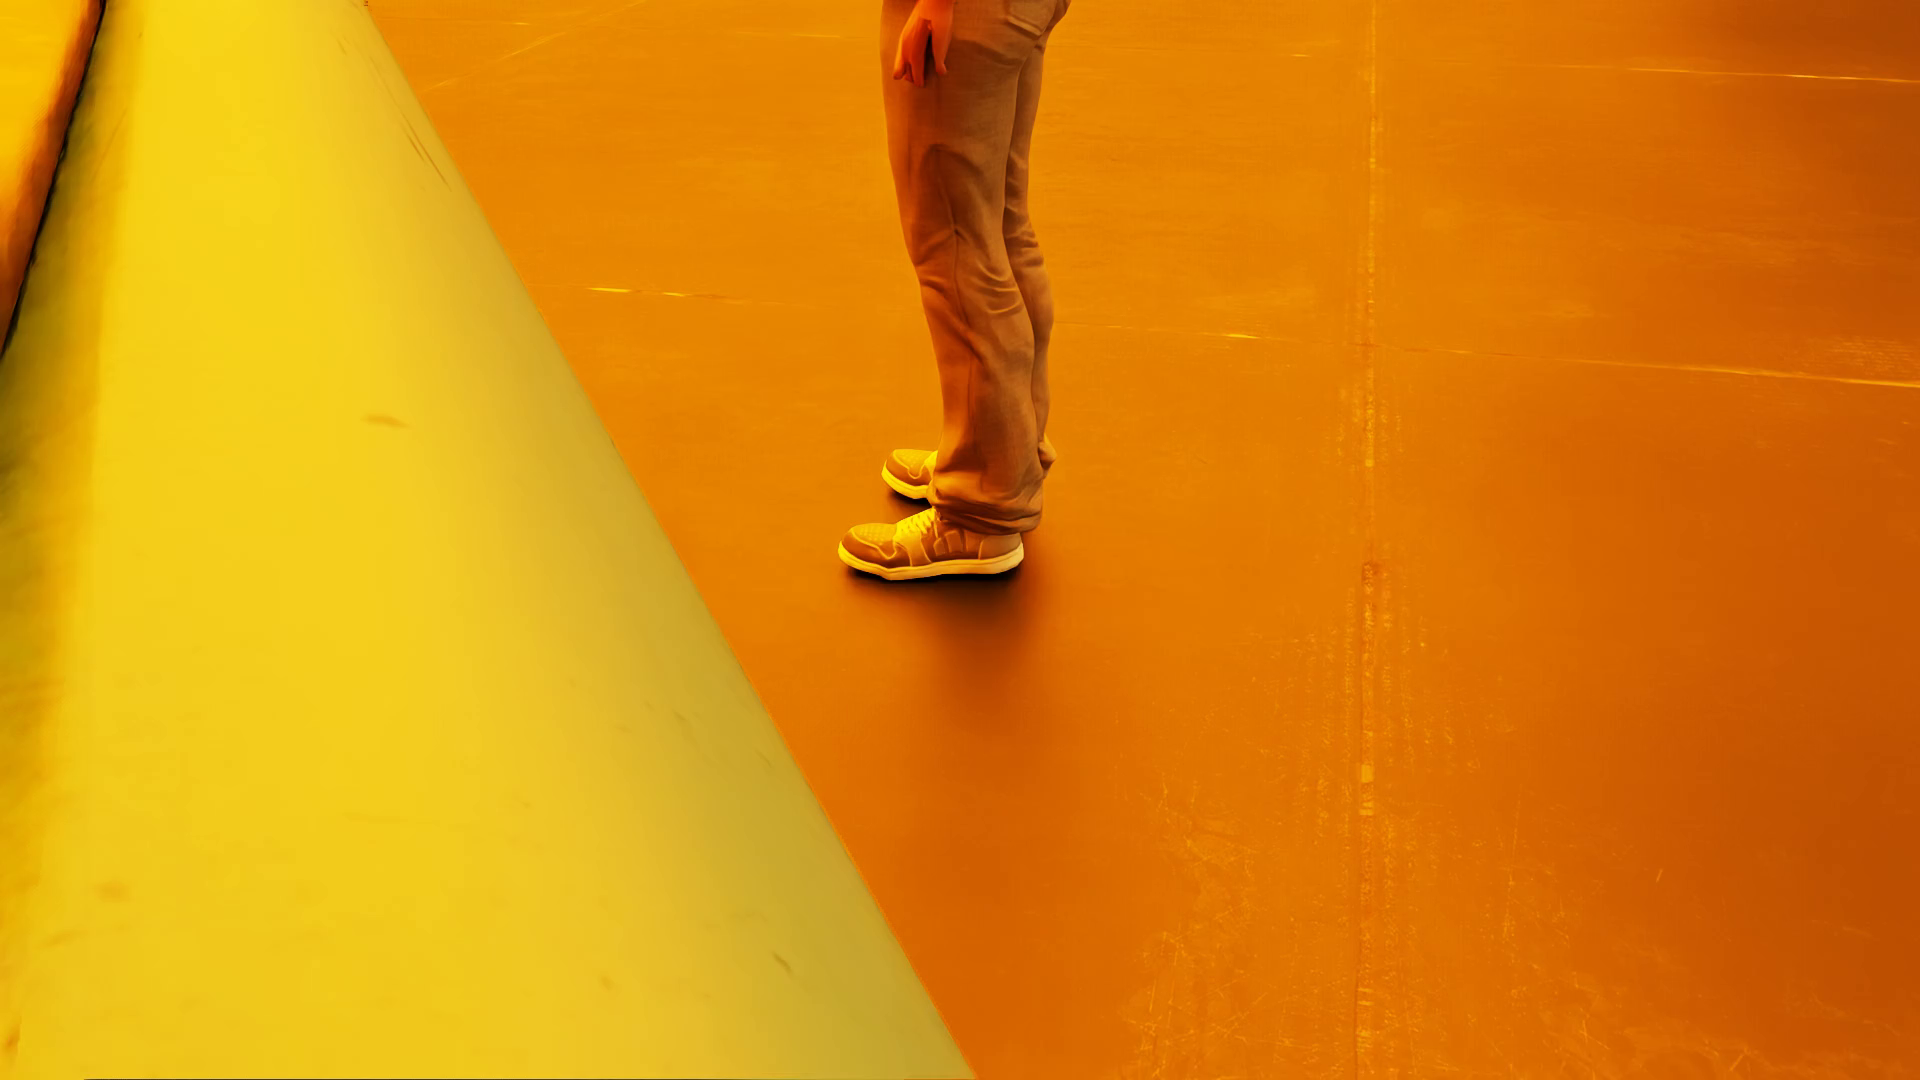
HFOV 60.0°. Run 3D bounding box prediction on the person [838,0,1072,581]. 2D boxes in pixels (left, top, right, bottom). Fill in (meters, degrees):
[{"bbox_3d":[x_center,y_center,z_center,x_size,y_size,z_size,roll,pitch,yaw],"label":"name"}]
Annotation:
[{"bbox_3d":[-0.001,-0.712,2.138,0.327,1.602,0.409,6,27,11],"label":"person"}]
